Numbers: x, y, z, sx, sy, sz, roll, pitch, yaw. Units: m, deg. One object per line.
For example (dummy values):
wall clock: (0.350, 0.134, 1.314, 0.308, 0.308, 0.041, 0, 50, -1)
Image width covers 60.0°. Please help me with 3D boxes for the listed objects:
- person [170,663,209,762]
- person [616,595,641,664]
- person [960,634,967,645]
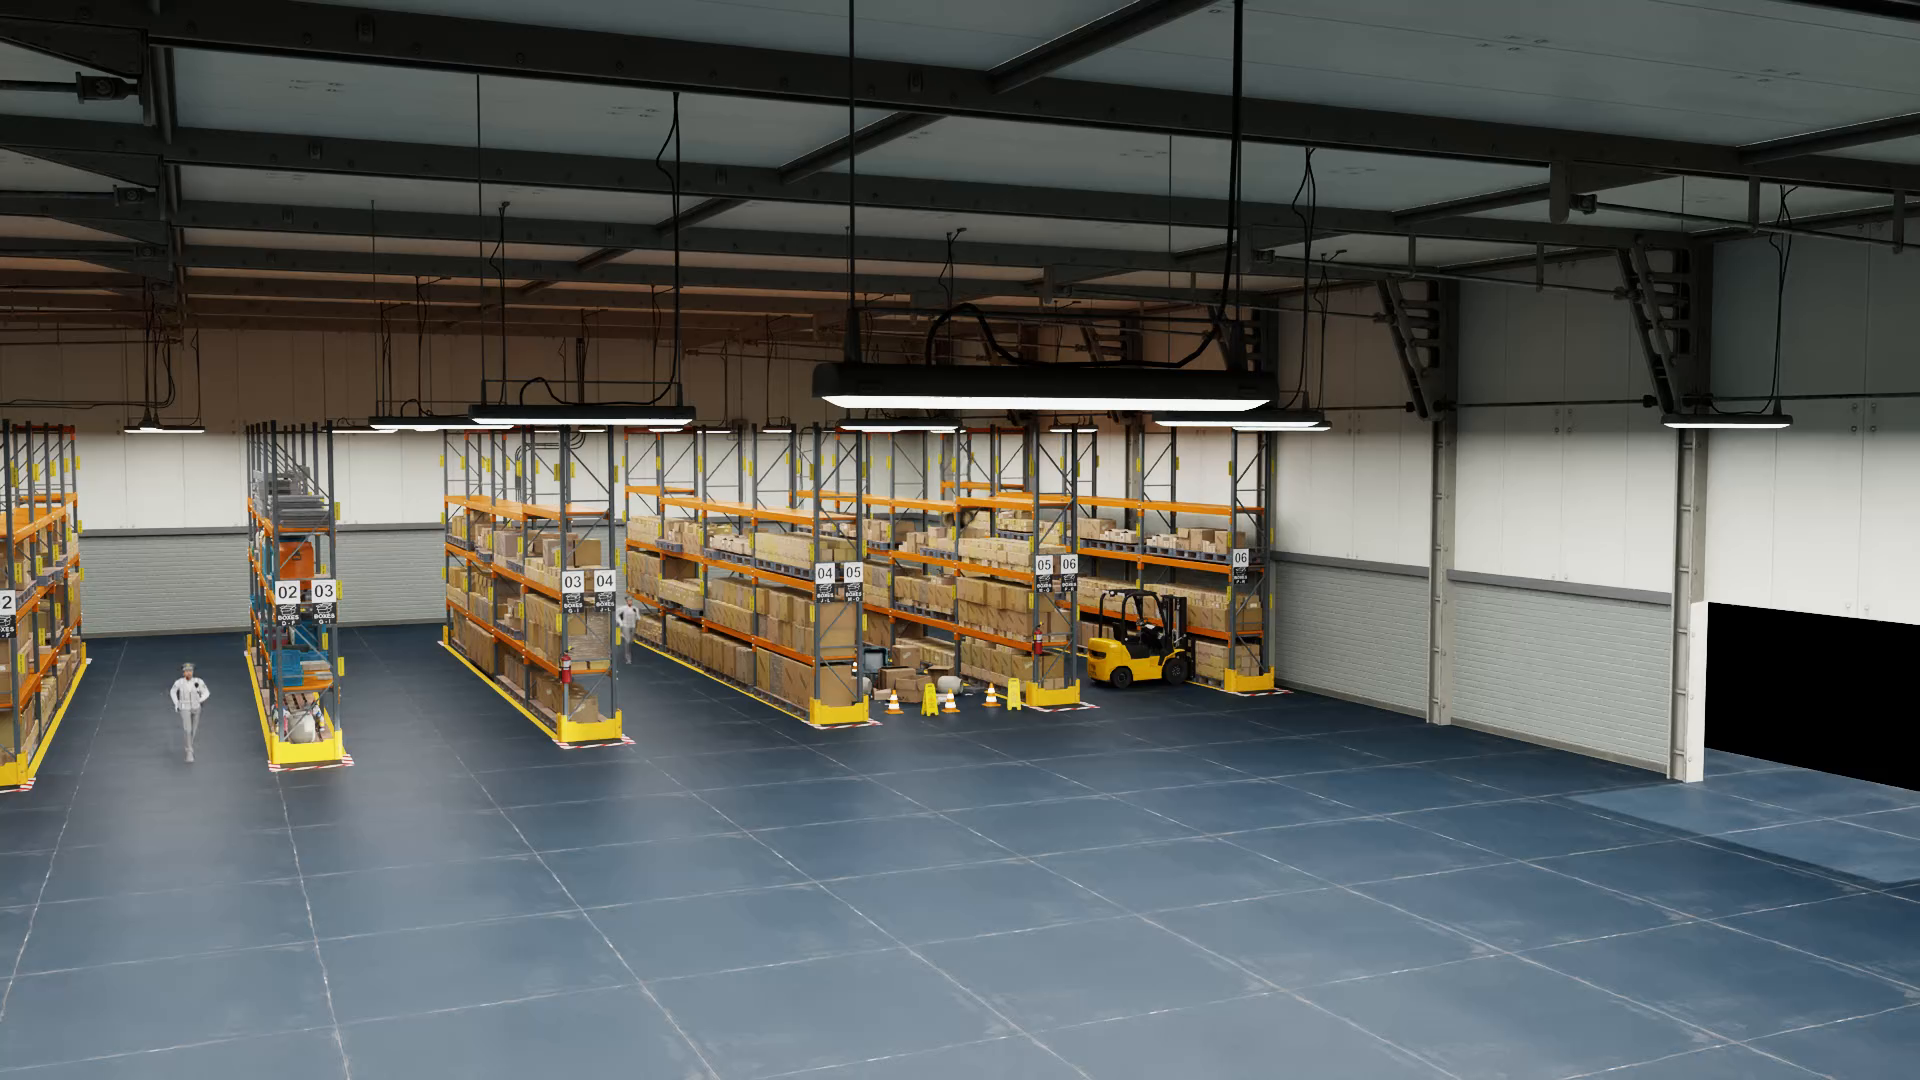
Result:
person: (-13.650, 3.031, 29.505, 0.605, 1.744, 0.761, -2, 4, -34)
person: (-8.366, 2.258, 42.048, 0.597, 1.749, 0.775, -2, 4, -31)
person: (0.194, 2.078, 45.488, 0.577, 1.625, 0.679, -2, 4, -35)
